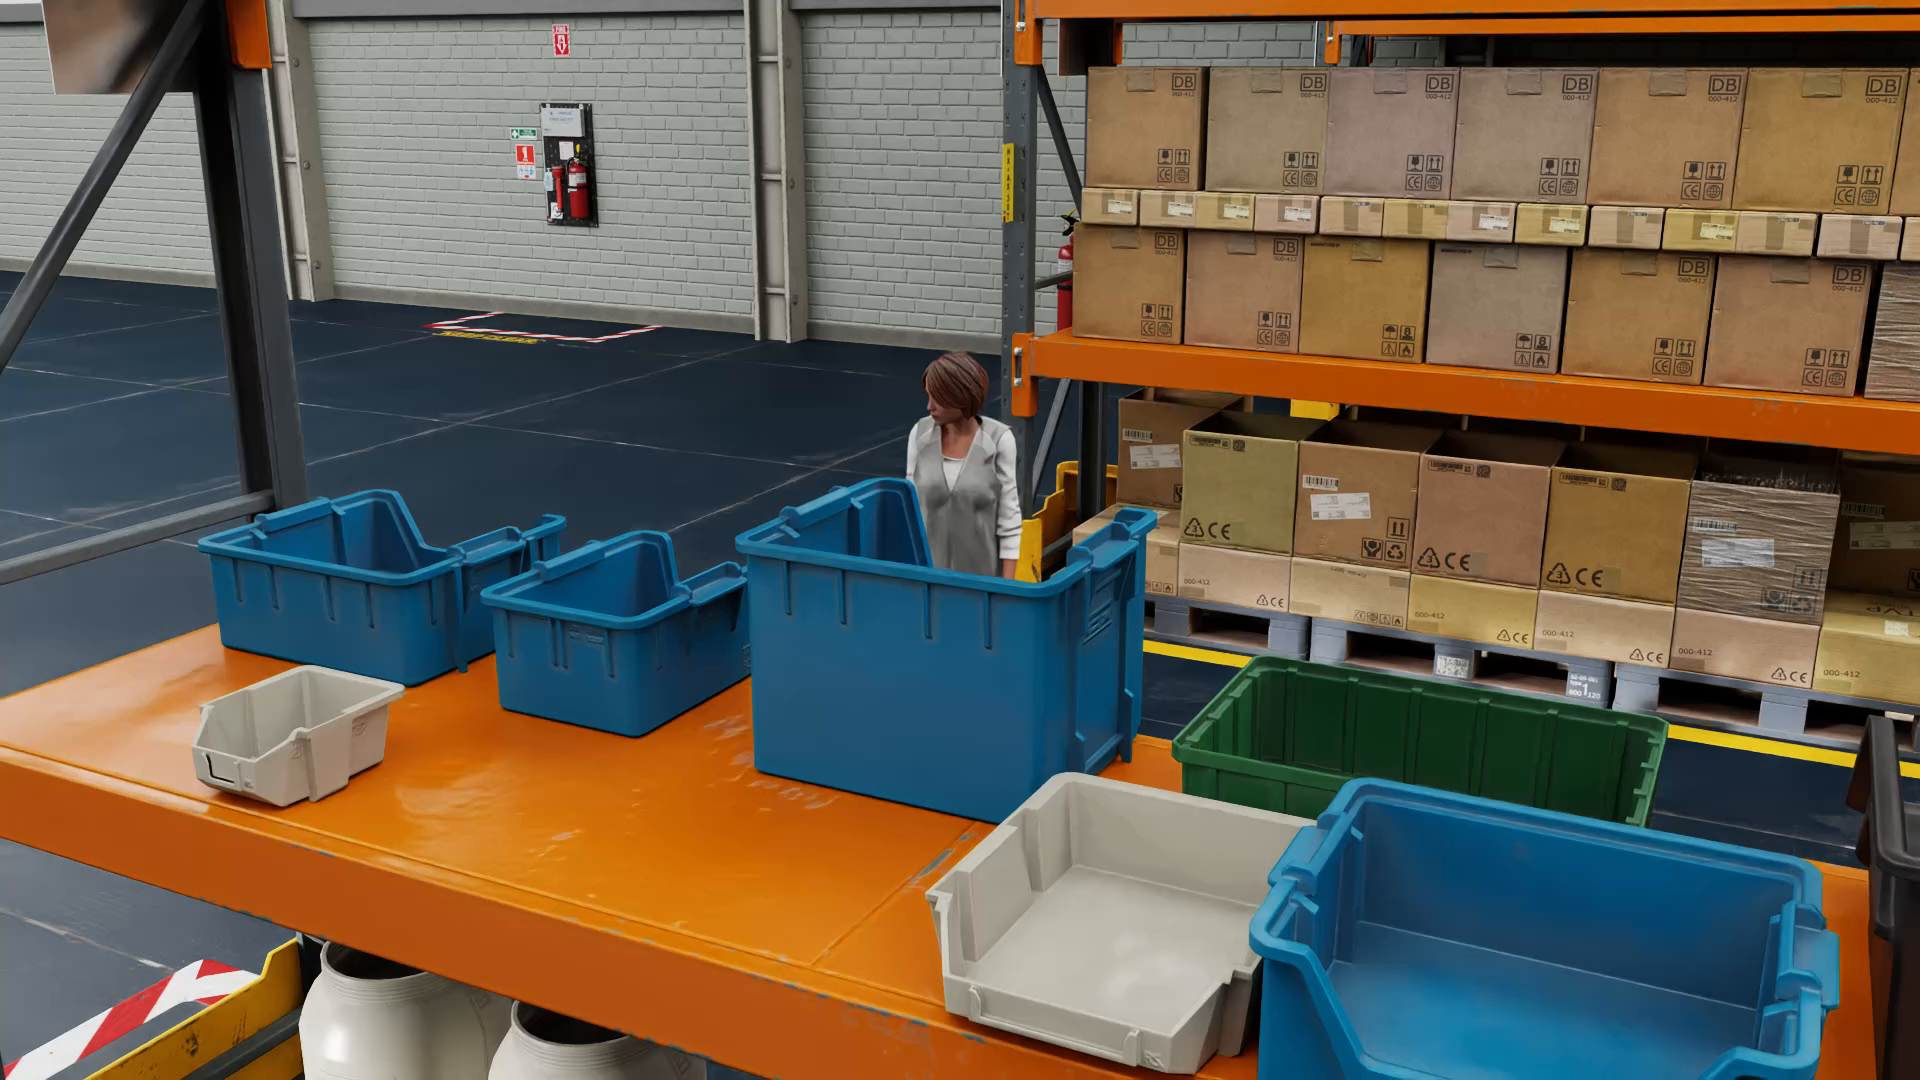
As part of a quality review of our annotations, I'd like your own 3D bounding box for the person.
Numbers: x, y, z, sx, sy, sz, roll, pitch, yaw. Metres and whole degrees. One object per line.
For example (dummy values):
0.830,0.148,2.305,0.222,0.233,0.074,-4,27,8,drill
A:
0.002,0.129,5.603,0.425,1.530,0.933,2,16,6,person
